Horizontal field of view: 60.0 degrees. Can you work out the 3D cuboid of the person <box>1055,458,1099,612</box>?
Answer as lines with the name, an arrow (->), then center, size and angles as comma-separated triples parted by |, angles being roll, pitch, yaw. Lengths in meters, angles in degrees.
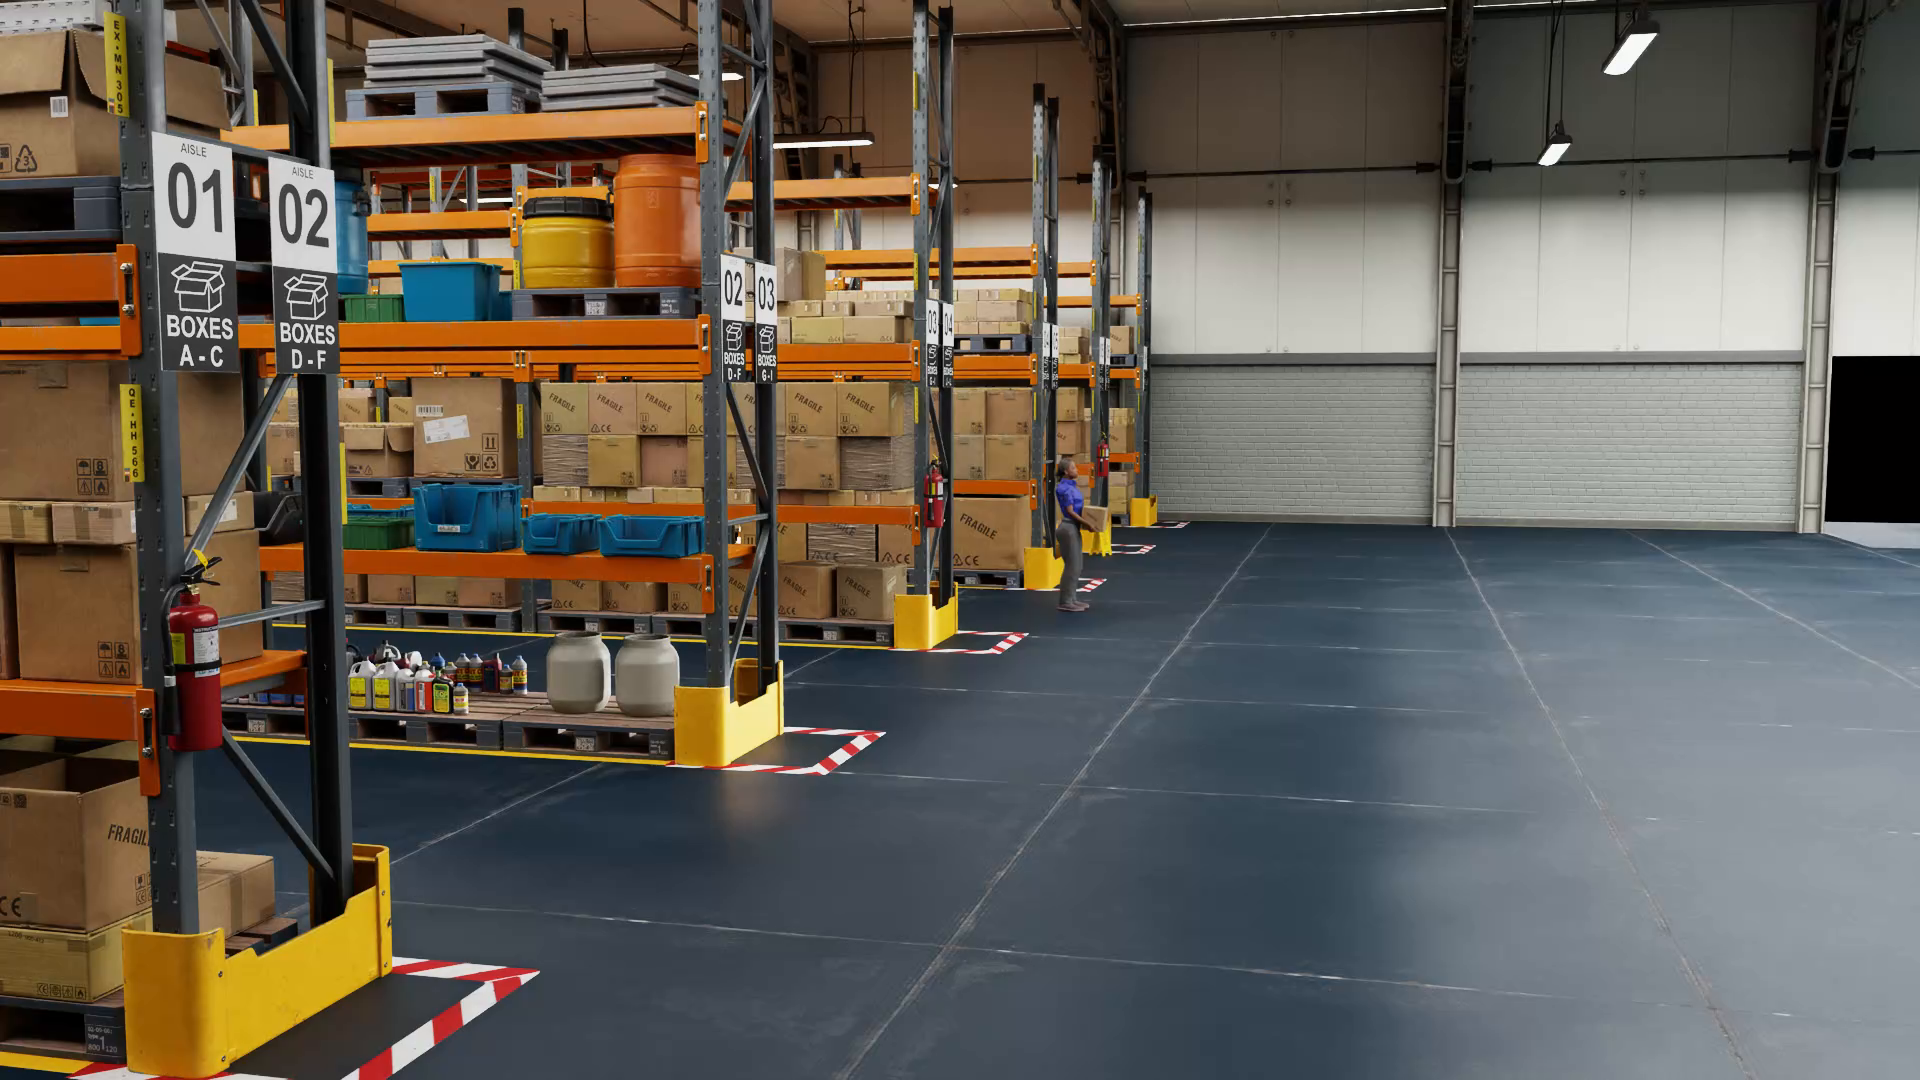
person -> 1.281, -0.060, 18.070 | 0.513, 1.647, 0.450 | 1, 5, 14
